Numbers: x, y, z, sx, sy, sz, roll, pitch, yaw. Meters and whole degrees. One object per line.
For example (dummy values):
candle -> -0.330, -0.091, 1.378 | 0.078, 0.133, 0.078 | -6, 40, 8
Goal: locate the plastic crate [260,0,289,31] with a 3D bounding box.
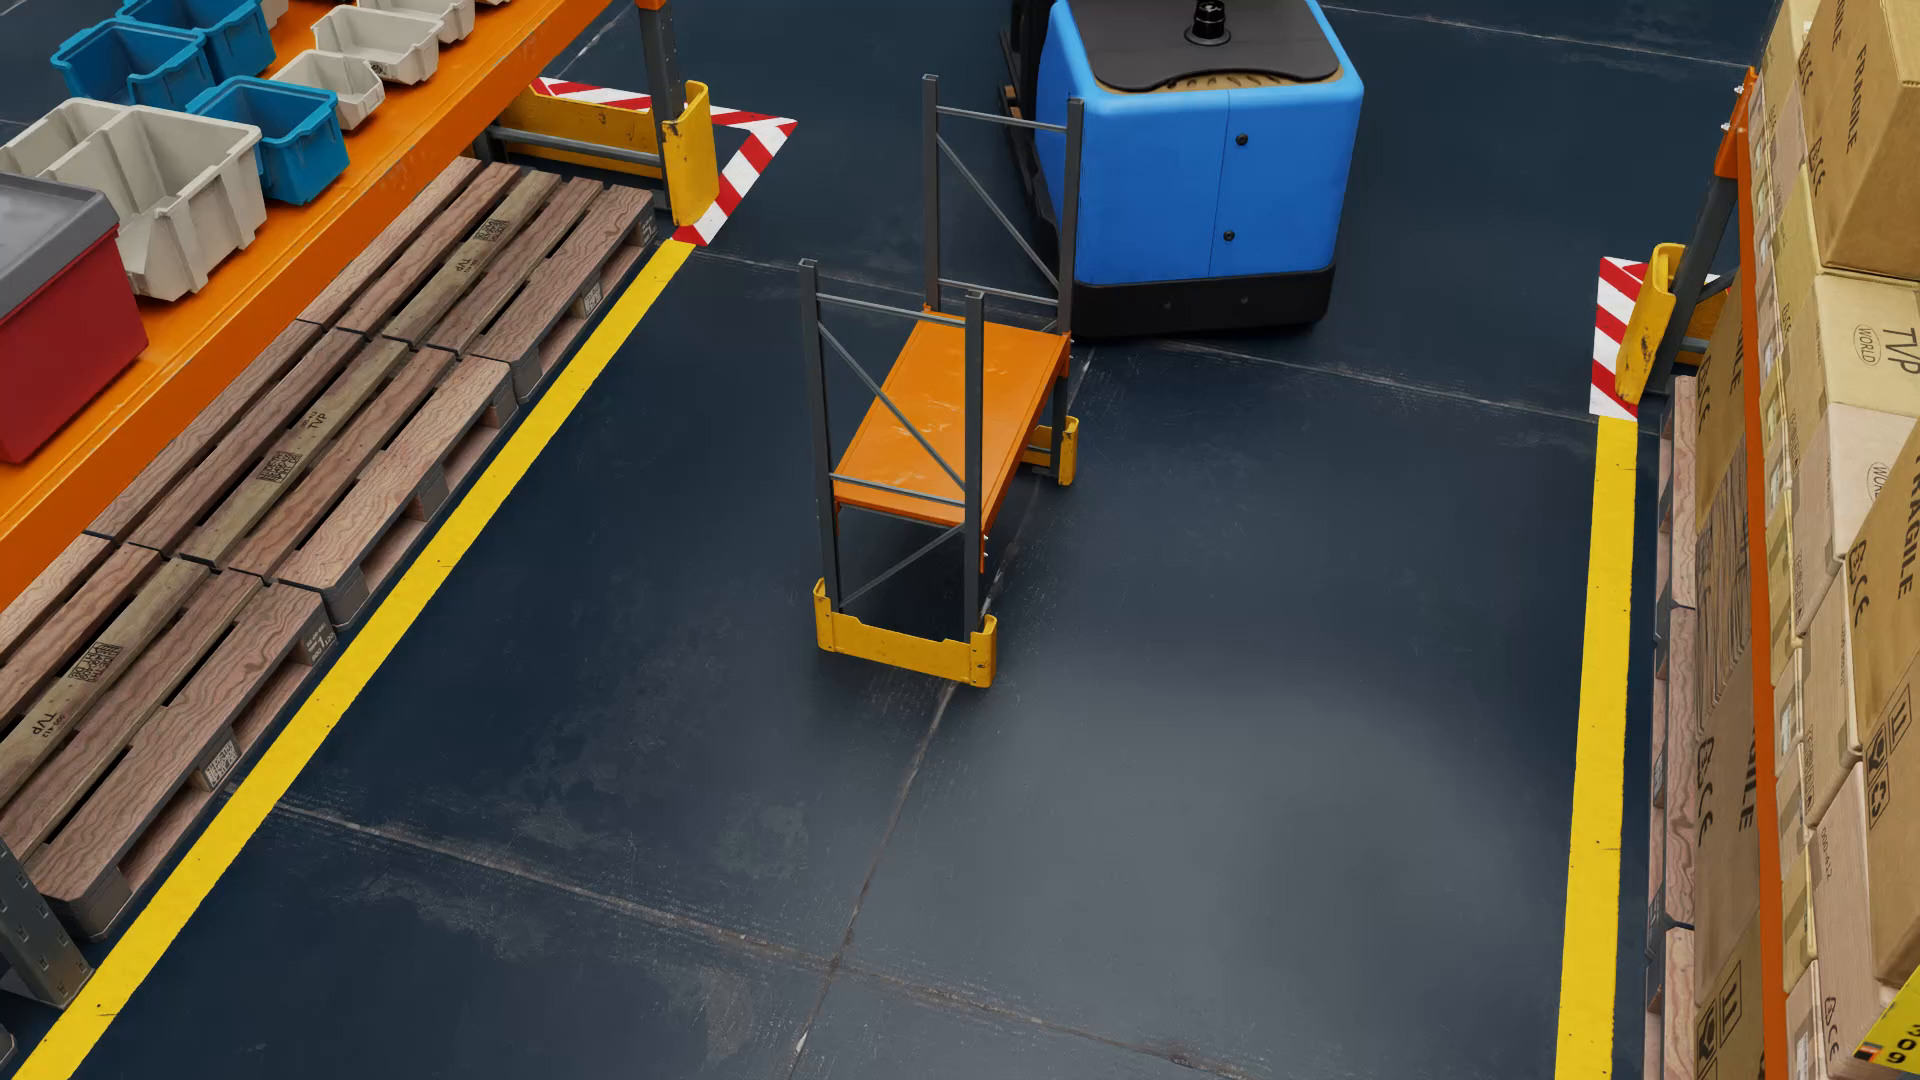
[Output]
plastic crate -> -2.414, -1.806, 5.596 | 0.250, 0.136, 0.298 | 13, 46, 13

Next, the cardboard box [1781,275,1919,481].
cardboard box -> 2.214, -0.332, 3.839 | 0.500, 0.250, 0.500 | 12, 46, 12

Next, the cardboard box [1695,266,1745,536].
cardboard box -> 2.959, -0.520, 5.356 | 0.875, 0.875, 0.875 | 13, 46, 13

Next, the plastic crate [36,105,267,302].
plastic crate -> -2.217, -0.914, 4.581 | 0.437, 0.282, 0.530 | 13, 46, 13

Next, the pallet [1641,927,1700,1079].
pallet -> 2.170, 1.600, 3.964 | 1.003, 0.211, 1.213 | 13, 46, 13

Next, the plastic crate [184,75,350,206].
plastic crate -> -2.022, -1.160, 4.868 | 0.416, 0.233, 0.300 | 13, 46, 13

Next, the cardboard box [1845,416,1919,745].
cardboard box -> 1.905, 0.076, 2.886 | 0.500, 0.500, 0.500 | 13, 46, 13

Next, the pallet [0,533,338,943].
pallet -> -2.670, 0.543, 5.045 | 1.003, 0.211, 1.213 | 13, 46, 13

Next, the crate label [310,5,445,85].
crate label -> -1.881, -1.586, 5.372 | 0.396, 0.136, 0.243 | 13, 46, 13

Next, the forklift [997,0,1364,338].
forklift -> 0.769, -2.866, 6.583 | 1.130, 2.935, 3.031 | -5, 45, -5

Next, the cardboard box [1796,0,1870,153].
cardboard box -> 2.522, -1.298, 4.290 | 0.500, 0.500, 0.500 | 12, 46, 12

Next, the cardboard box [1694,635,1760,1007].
cardboard box -> 2.414, 0.680, 4.130 | 0.875, 0.875, 0.875 | 13, 46, 13

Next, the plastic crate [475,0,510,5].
plastic crate -> -1.718, -1.967, 5.761 | 0.396, 0.136, 0.243 | 13, 46, 13

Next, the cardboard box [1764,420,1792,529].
cardboard box -> 2.112, -0.116, 3.903 | 0.380, 0.149, 0.250 | 13, 46, 13

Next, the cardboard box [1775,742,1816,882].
cardboard box -> 1.801, 0.568, 3.205 | 0.380, 0.149, 0.250 | 12, 46, 12

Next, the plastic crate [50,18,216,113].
plastic crate -> -2.522, -1.411, 5.124 | 0.416, 0.233, 0.300 | 13, 46, 13

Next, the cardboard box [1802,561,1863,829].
cardboard box -> 1.903, 0.345, 3.147 | 0.500, 0.250, 0.500 | 14, 46, 14

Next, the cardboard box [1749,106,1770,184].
cardboard box -> 2.578, -1.145, 4.955 | 0.380, 0.149, 0.250 | 12, 46, 12

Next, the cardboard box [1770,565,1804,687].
cardboard box -> 1.956, 0.224, 3.556 | 0.380, 0.149, 0.250 | 13, 46, 13

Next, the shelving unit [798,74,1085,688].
shelving unit -> -0.023, -0.485, 5.174 | 0.587, 1.500, 1.083 | 13, 46, 13

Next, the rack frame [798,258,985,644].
rack frame -> -0.180, -0.140, 4.821 | 0.500, 1.500, 0.032 | 13, 46, 13

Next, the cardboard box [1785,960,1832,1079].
cardboard box -> 1.645, 0.910, 2.854 | 0.380, 0.149, 0.250 | 13, 46, 13

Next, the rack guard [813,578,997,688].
rack guard -> -0.174, 0.293, 5.271 | 0.587, 0.250, 0.087 | 13, 46, 13

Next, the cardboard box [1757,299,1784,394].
cardboard box -> 2.267, -0.459, 4.254 | 0.380, 0.149, 0.250 | 12, 46, 12

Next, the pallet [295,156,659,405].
pallet -> -1.931, -1.084, 6.707 | 1.003, 0.211, 1.213 | 13, 46, 13

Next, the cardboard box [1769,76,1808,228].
cardboard box -> 2.523, -1.015, 4.537 | 0.500, 0.250, 0.500 | 12, 46, 12

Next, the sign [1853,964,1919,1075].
sign -> 1.336, 0.639, 2.277 | 0.100, 0.325, 0.005 | 13, 46, 13

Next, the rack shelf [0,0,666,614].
rack shelf -> -2.250, -1.032, 5.174 | 1.077, 0.370, 4.000 | 13, 46, 13

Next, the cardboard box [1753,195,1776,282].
cardboard box -> 2.423, -0.800, 4.603 | 0.380, 0.149, 0.250 | 12, 46, 12

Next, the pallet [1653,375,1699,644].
pallet -> 2.909, -0.027, 5.626 | 1.003, 0.211, 1.213 | 13, 46, 13

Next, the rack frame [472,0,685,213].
rack frame -> -1.644, -2.622, 6.285 | 1.000, 3.000, 0.127 | 13, 46, 13

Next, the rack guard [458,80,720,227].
rack guard -> -1.649, -1.747, 7.178 | 1.175, 0.500, 0.348 | 13, 46, 13
